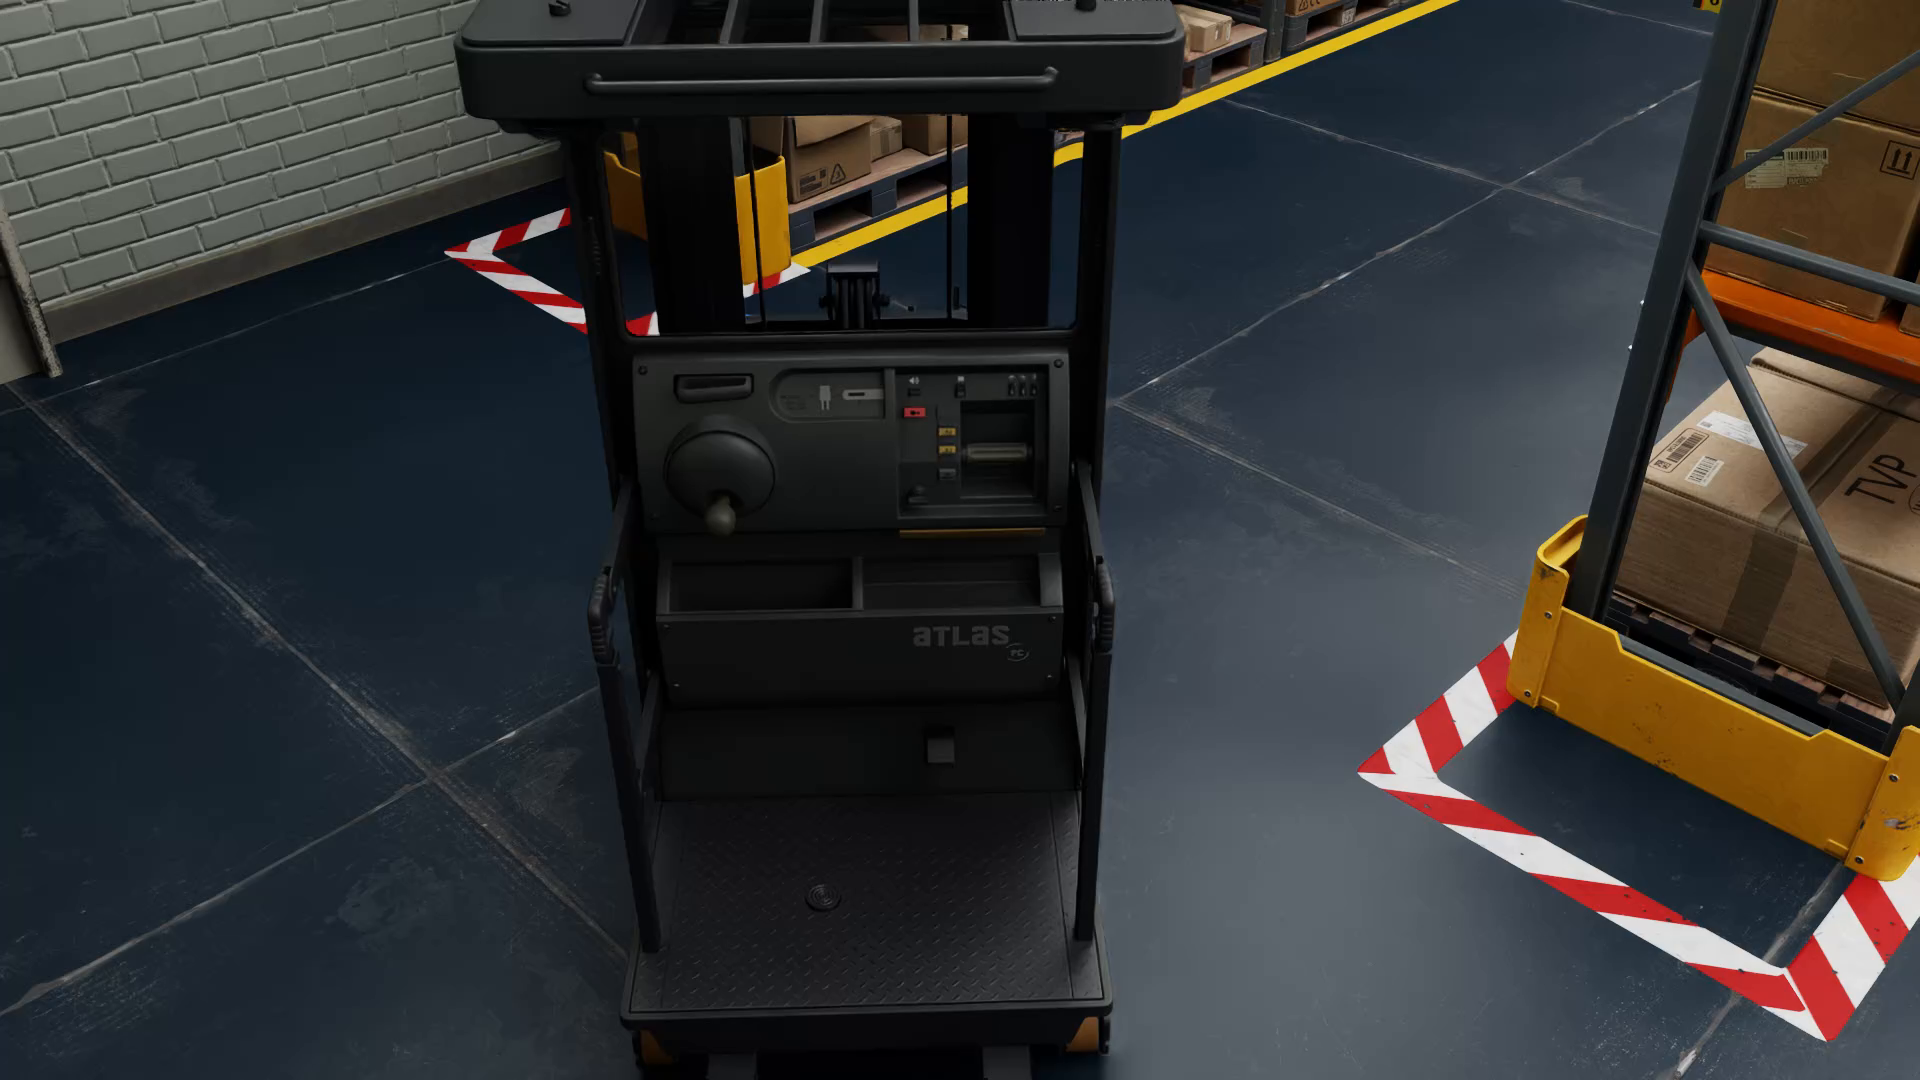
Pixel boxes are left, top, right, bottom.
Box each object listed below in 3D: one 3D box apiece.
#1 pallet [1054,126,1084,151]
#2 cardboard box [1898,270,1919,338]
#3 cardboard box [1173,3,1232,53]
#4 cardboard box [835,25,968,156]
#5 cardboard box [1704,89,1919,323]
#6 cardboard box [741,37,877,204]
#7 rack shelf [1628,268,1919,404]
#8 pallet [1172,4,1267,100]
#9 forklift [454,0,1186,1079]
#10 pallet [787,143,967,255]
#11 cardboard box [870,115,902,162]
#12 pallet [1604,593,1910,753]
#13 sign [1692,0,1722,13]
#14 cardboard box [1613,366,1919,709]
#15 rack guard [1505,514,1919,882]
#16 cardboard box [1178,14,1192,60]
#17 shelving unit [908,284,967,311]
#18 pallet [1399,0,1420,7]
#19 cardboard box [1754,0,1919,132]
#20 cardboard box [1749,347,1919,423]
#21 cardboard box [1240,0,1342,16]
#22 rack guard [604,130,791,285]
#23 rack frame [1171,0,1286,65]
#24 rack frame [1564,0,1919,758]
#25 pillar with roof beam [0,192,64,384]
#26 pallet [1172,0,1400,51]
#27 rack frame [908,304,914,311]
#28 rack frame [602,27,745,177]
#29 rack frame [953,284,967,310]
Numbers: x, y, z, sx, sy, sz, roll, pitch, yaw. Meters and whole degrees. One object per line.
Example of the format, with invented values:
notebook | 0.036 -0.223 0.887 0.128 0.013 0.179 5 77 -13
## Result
pallet | 0.147 -2.320 8.892 1.003 0.211 1.213 30 45 35
cardboard box | 2.740 -0.737 4.097 0.500 0.500 0.500 29 44 35
cardboard box | 1.307 -2.898 9.409 0.380 0.149 0.250 28 44 34
cardboard box | -0.199 -2.304 8.250 0.500 0.500 0.700 -28 44 -34
cardboard box | 2.350 -0.961 4.418 0.500 0.500 0.500 -30 45 -35
cardboard box | -0.829 -1.974 7.774 0.797 0.503 0.637 28 43 34
rack shelf | 3.607 -1.134 5.382 1.077 0.370 4.000 30 45 35
pallet | 1.007 -2.818 9.606 1.003 0.211 1.213 30 45 35
forklift | -0.220 -0.146 3.397 1.130 2.935 3.031 -1 35 -2
pallet | -0.713 -1.827 8.185 1.003 0.211 1.213 30 45 35
cardboard box | -0.502 -1.986 8.100 0.380 0.149 0.250 28 43 34
pallet | 2.706 0.171 5.321 1.003 0.211 1.213 30 45 35
sign | 1.823 -1.413 3.935 0.100 0.325 0.005 30 45 35
cardboard box | 2.592 -0.047 5.067 0.875 0.438 0.875 28 44 34
rack guard | 2.181 0.418 4.714 1.175 0.500 0.348 30 45 35
cardboard box | 1.055 -2.801 9.167 0.258 0.266 0.396 -28 44 -34
shelving unit | -0.006 -0.366 5.488 0.258 0.900 0.210 30 45 35
pallet | 2.897 -3.939 11.214 1.003 0.211 1.213 30 45 35
cardboard box | 2.369 -1.360 4.116 0.500 0.500 0.500 -28 44 -34
cardboard box | 3.231 -0.421 5.605 0.875 0.438 0.875 -29 44 -34
cardboard box | 1.992 -3.492 9.954 0.500 0.500 0.500 -28 43 -34
rack guard | -1.274 -1.622 7.638 1.175 0.500 0.348 30 45 35
rack frame | 1.491 -4.240 9.207 1.000 3.000 0.127 30 45 35
rack frame | 2.198 -0.617 4.013 1.000 3.000 0.127 30 45 35
pillar with roof beam | -0.811 -2.610 1.626 9.100 9.000 0.400 30 45 35
pallet | 2.037 -3.441 10.500 1.003 0.211 1.213 30 45 35
rack frame | -0.077 -0.325 5.429 0.240 0.900 0.006 30 45 35
rack frame | -1.327 -2.616 6.879 1.000 3.000 0.127 30 45 35
rack frame | 0.066 -0.407 5.547 0.240 0.900 0.006 30 45 35
